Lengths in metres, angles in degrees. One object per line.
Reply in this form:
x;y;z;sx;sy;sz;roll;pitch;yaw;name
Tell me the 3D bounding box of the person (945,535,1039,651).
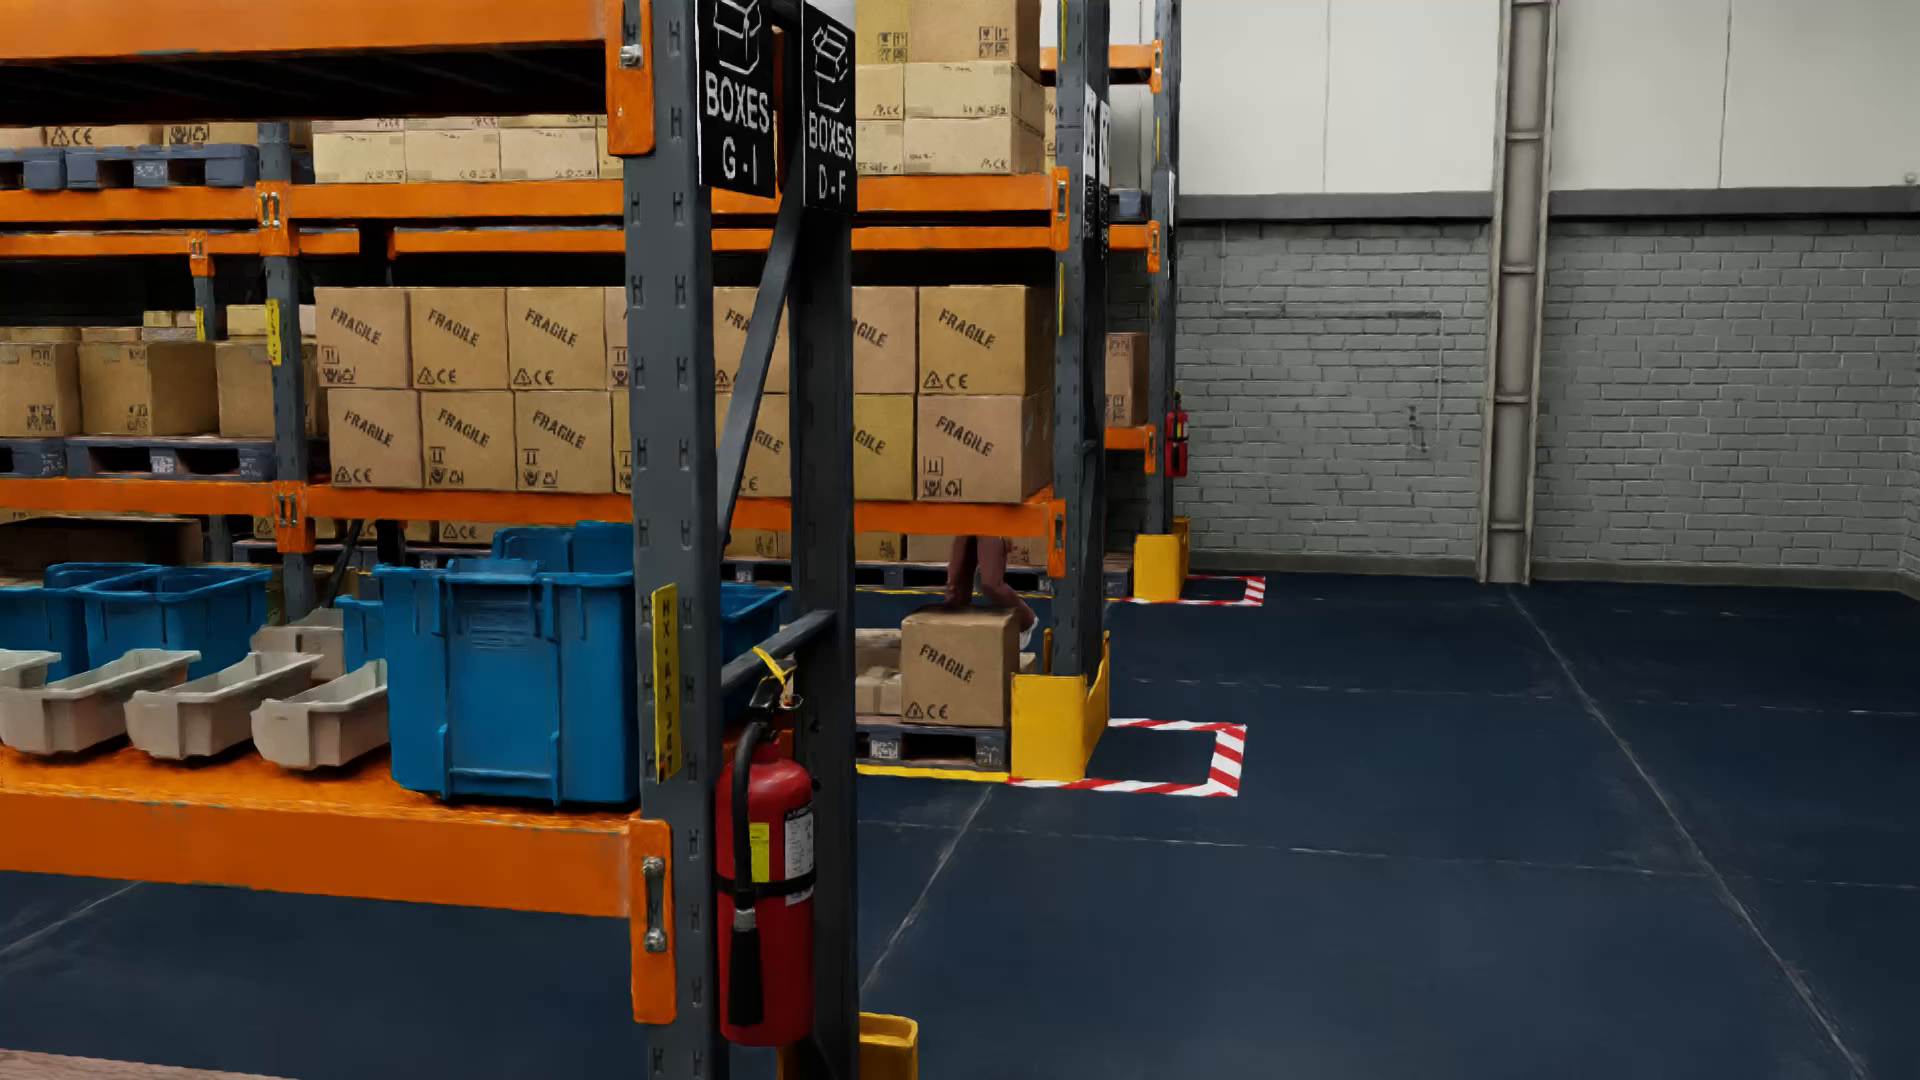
0.141;-0.045;10.336;0.495;1.620;0.682;7;10;39;person
